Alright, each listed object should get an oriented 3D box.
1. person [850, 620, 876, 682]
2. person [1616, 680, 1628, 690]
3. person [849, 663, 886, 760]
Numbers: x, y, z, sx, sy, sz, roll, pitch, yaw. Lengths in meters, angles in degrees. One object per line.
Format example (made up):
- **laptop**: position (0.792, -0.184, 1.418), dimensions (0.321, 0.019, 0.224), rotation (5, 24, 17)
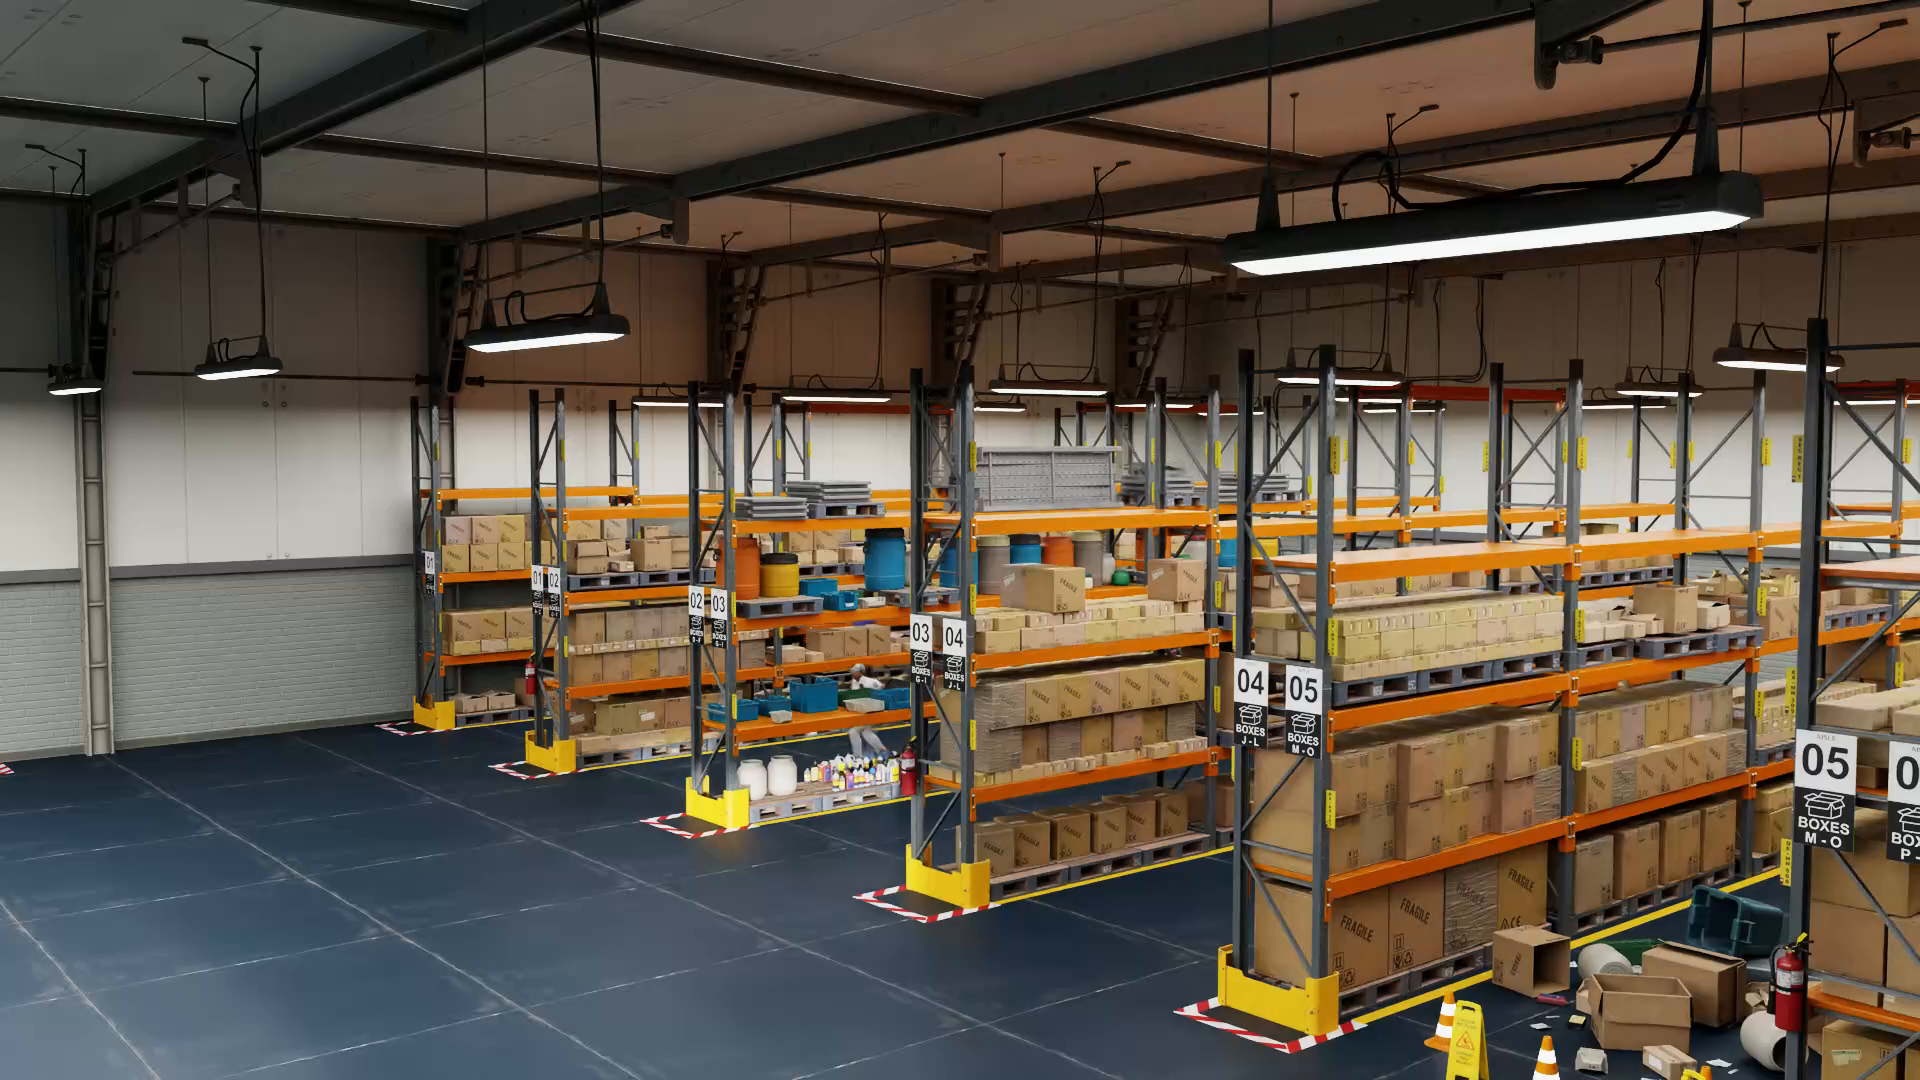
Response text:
- **person**: position (-1.976, 2.125, 32.877), dimensions (0.888, 1.693, 0.575), rotation (-3, 5, -42)
- **person**: position (9.791, 2.890, 24.662), dimensions (0.883, 1.612, 0.616), rotation (-3, 5, -45)
- **person**: position (-1.479, 2.790, 26.390), dimensions (0.823, 1.698, 0.626), rotation (-2, 4, -35)
